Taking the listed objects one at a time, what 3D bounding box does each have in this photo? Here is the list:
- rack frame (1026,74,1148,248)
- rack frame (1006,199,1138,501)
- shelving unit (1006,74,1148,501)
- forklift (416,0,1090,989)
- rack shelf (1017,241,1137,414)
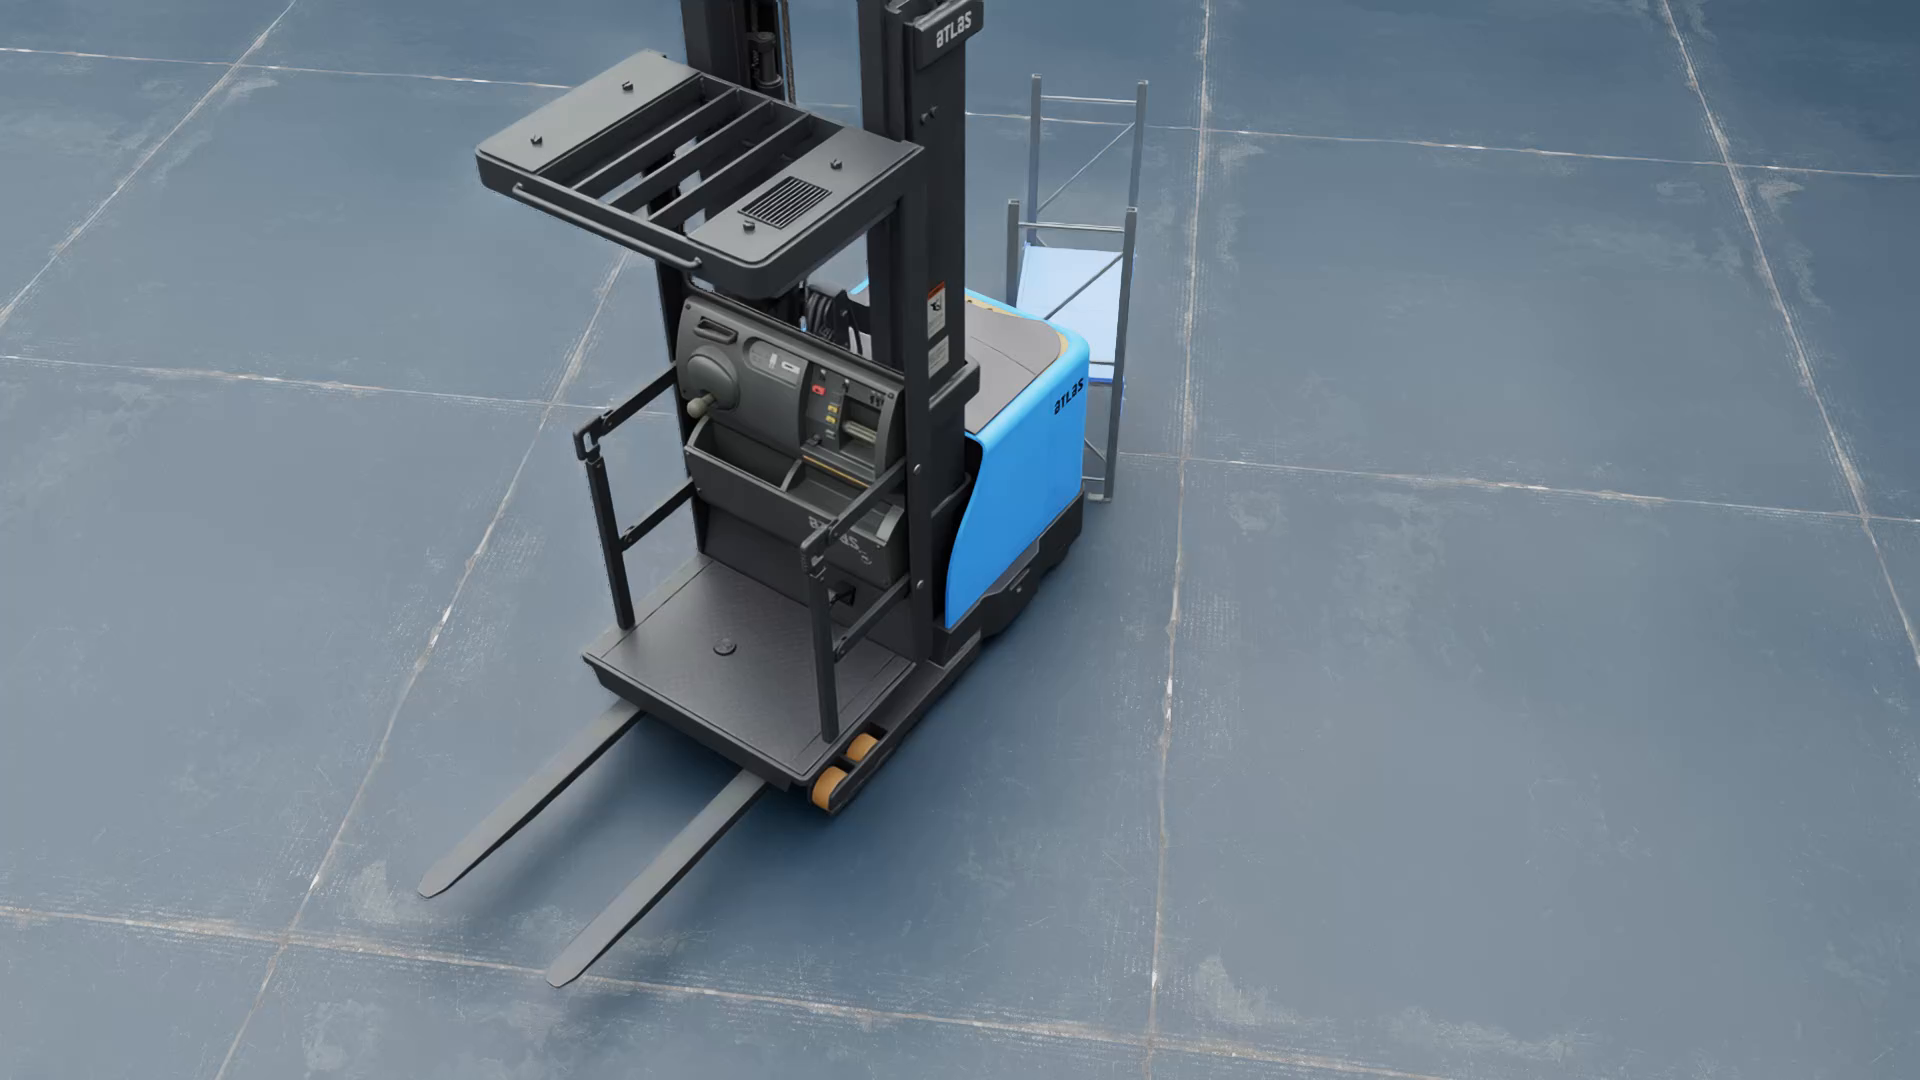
[{"bbox_3d":[0.559,-1.444,7.684,0.500,1.500,0.032,5,44,5],"label":"rack frame"},{"bbox_3d":[0.436,-0.750,6.951,0.500,1.500,0.032,5,44,5],"label":"rack frame"},{"bbox_3d":[0.498,-1.097,7.317,0.538,1.500,1.048,5,44,5],"label":"shelving unit"},{"bbox_3d":[-0.722,-0.435,5.578,1.130,2.935,3.031,25,49,24],"label":"forklift"},{"bbox_3d":[0.498,-0.966,7.441,0.538,0.185,1.000,5,44,5],"label":"rack shelf"}]
